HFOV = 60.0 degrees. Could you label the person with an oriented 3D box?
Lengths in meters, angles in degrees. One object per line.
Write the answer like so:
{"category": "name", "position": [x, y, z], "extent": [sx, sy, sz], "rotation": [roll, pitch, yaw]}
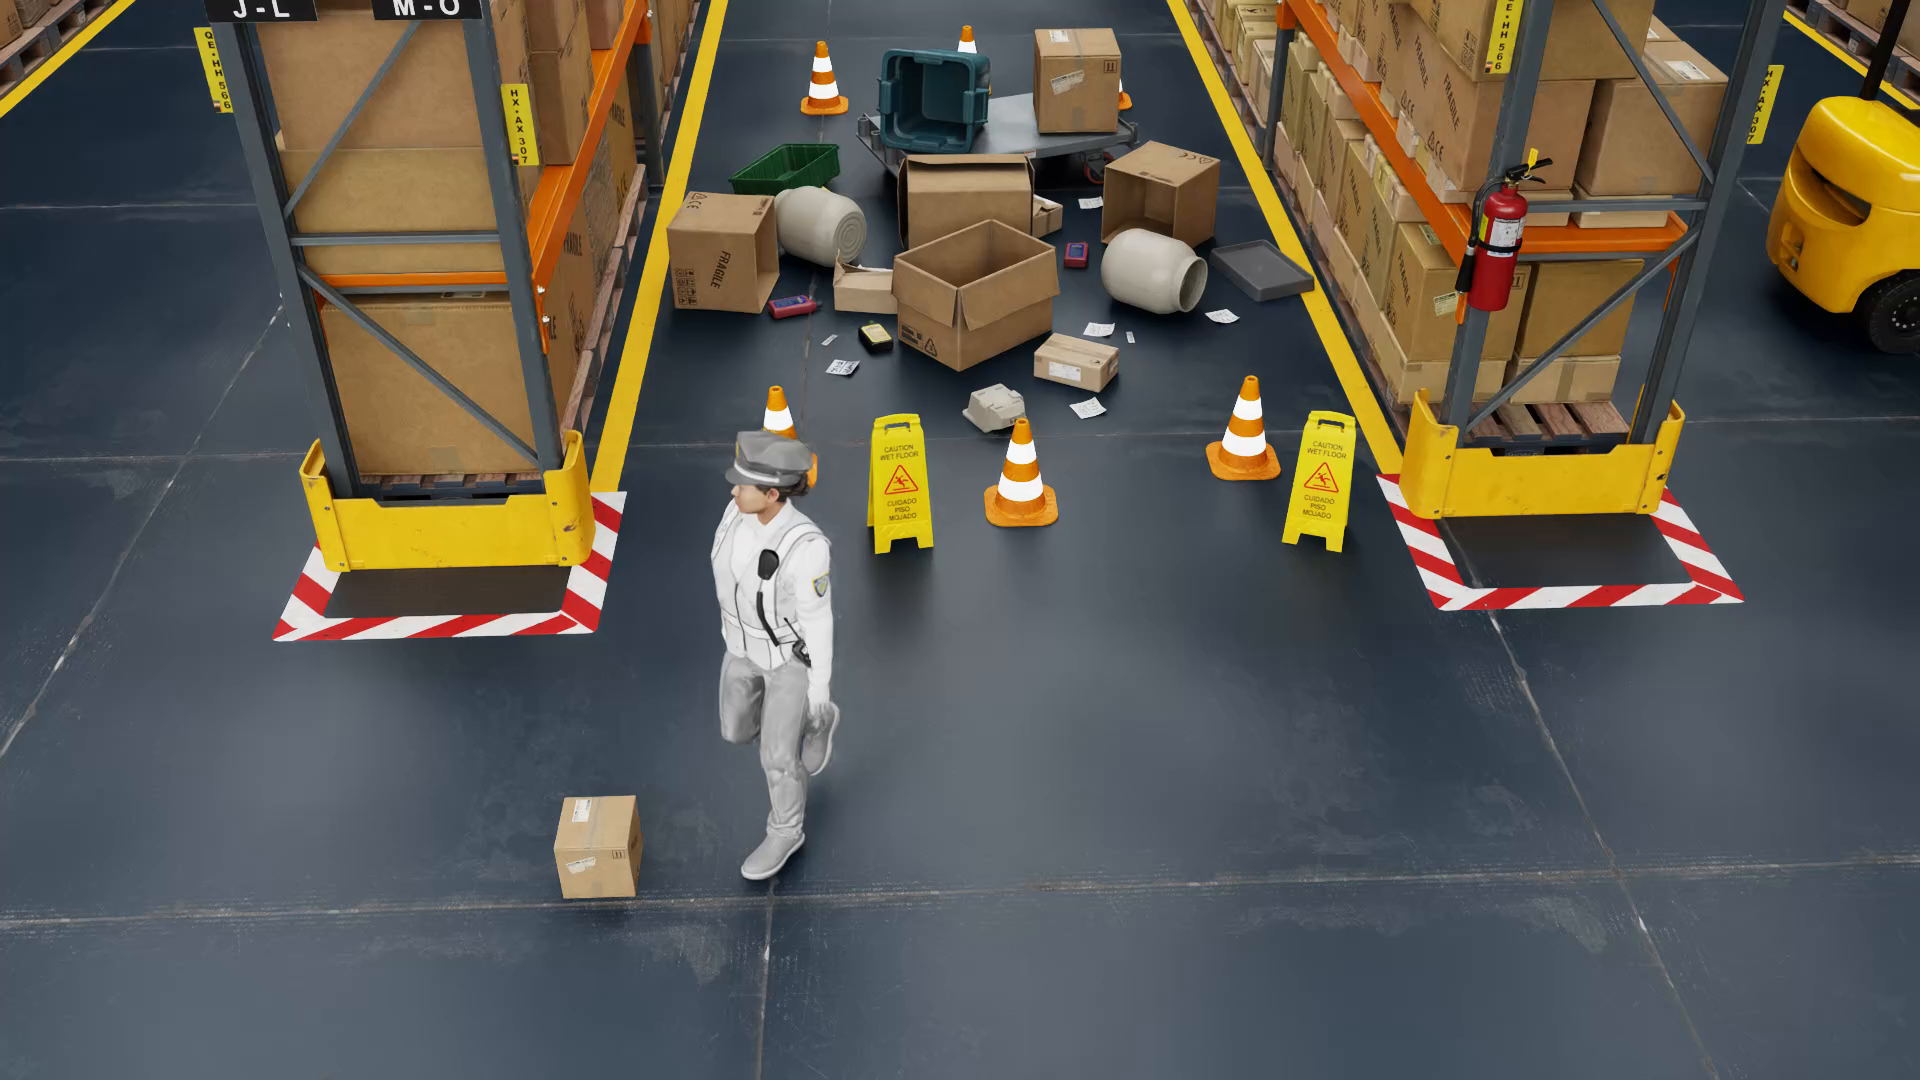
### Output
{"category": "person", "position": [-0.604, 0.351, 5.619], "extent": [0.505, 1.669, 0.650], "rotation": [26, 43, 32]}
